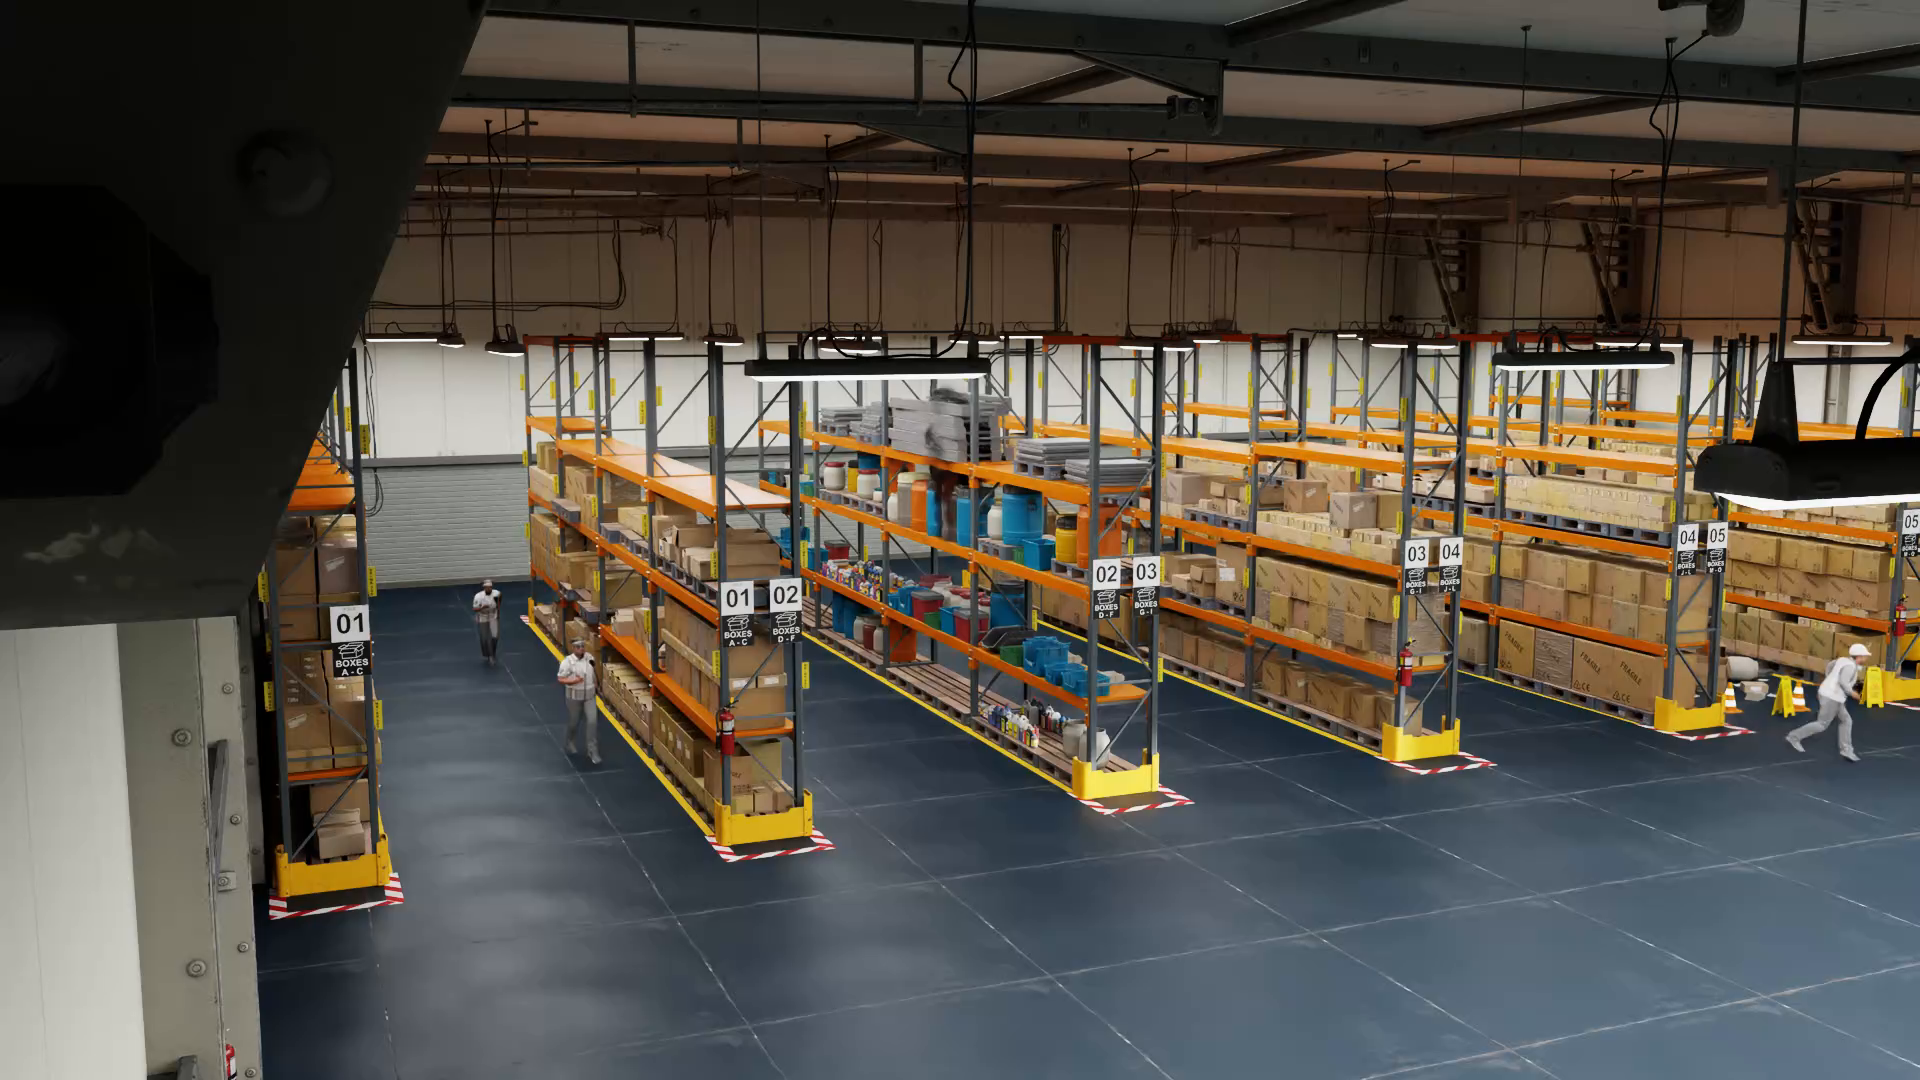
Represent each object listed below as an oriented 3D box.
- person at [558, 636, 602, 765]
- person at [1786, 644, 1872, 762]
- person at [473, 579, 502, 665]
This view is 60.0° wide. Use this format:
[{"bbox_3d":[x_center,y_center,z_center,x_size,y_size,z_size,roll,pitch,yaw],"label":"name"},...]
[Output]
[{"bbox_3d":[-5.460,2.268,23.912,0.653,1.798,0.917,-5,9,-31],"label":"person"},{"bbox_3d":[12.518,2.329,23.995,1.044,1.731,0.695,2,8,14],"label":"person"},{"bbox_3d":[-8.609,1.479,30.347,0.558,1.623,0.868,-3,8,-22],"label":"person"}]
